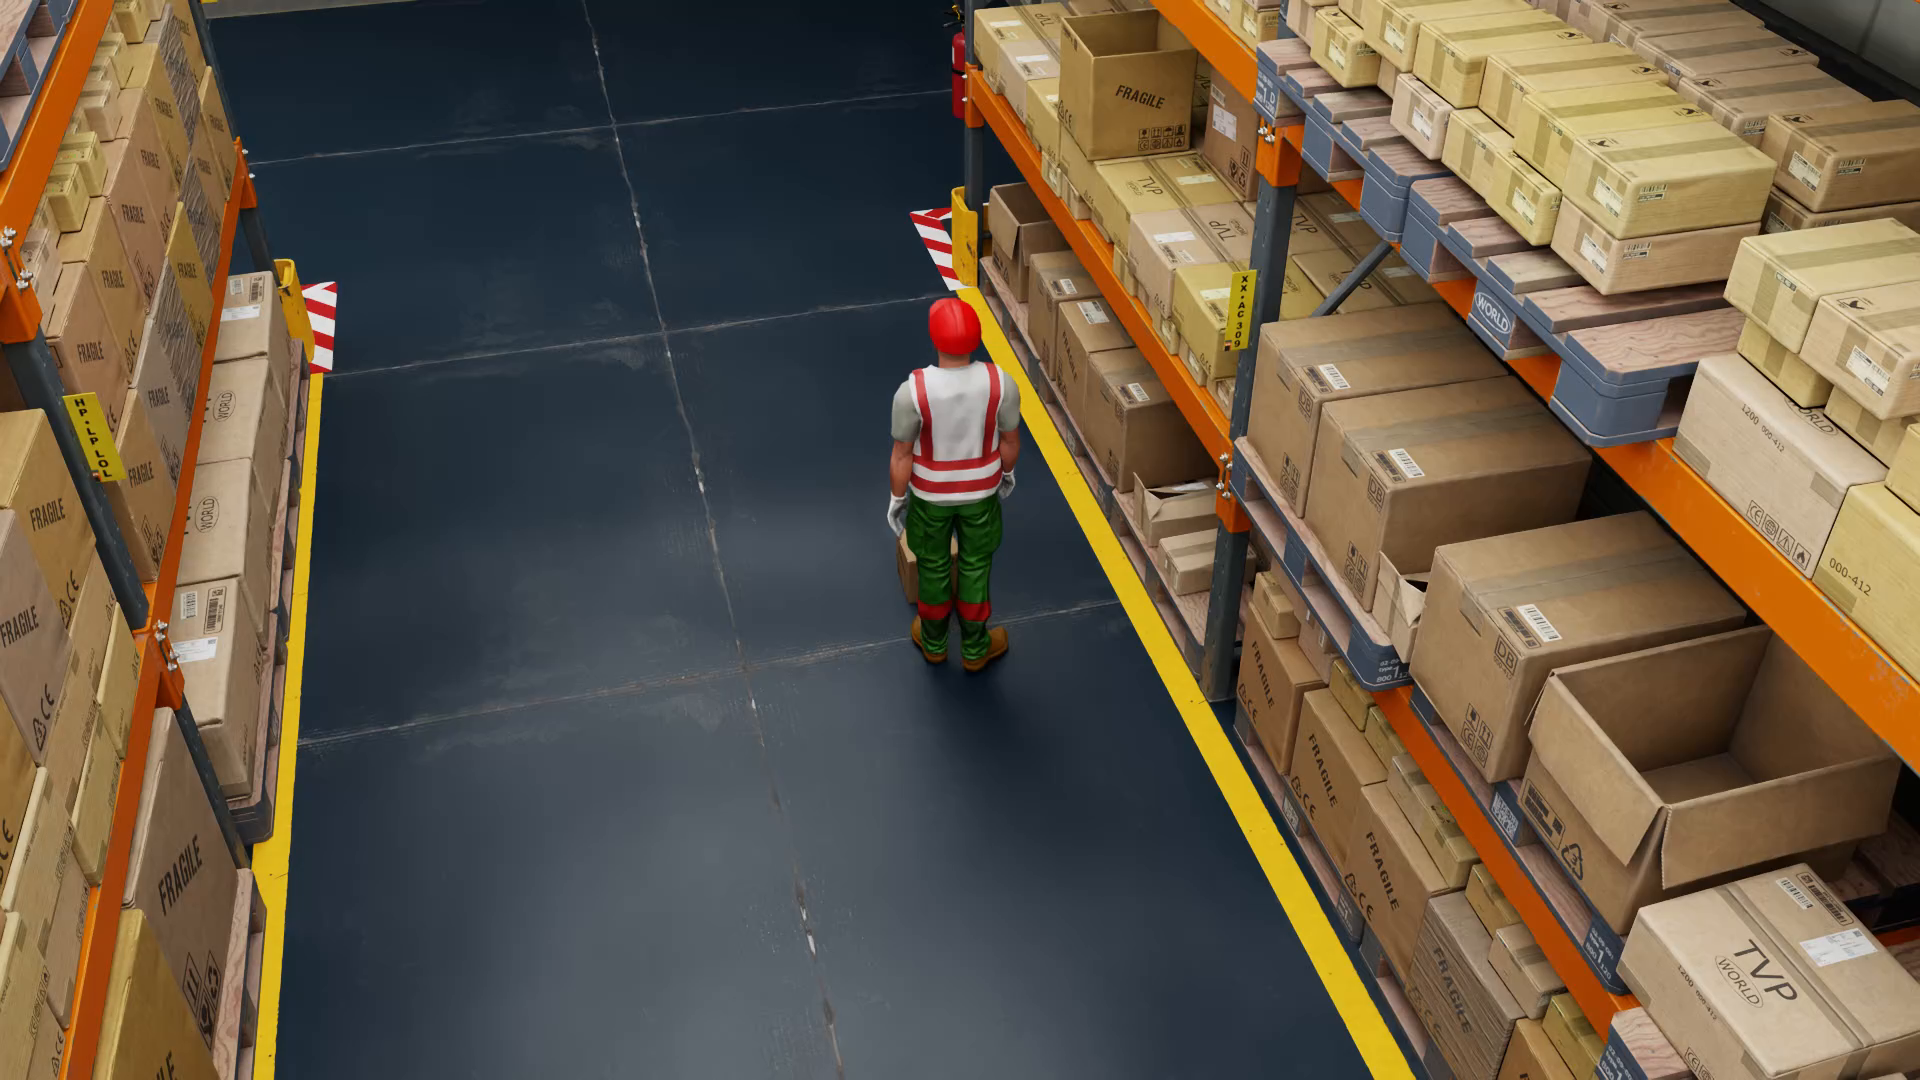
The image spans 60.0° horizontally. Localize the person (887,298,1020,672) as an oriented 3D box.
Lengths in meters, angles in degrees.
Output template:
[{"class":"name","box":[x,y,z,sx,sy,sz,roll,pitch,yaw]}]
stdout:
[{"class":"person","box":[-0.033,-0.224,6.948,0.563,1.790,0.392,-5,38,-6]}]
